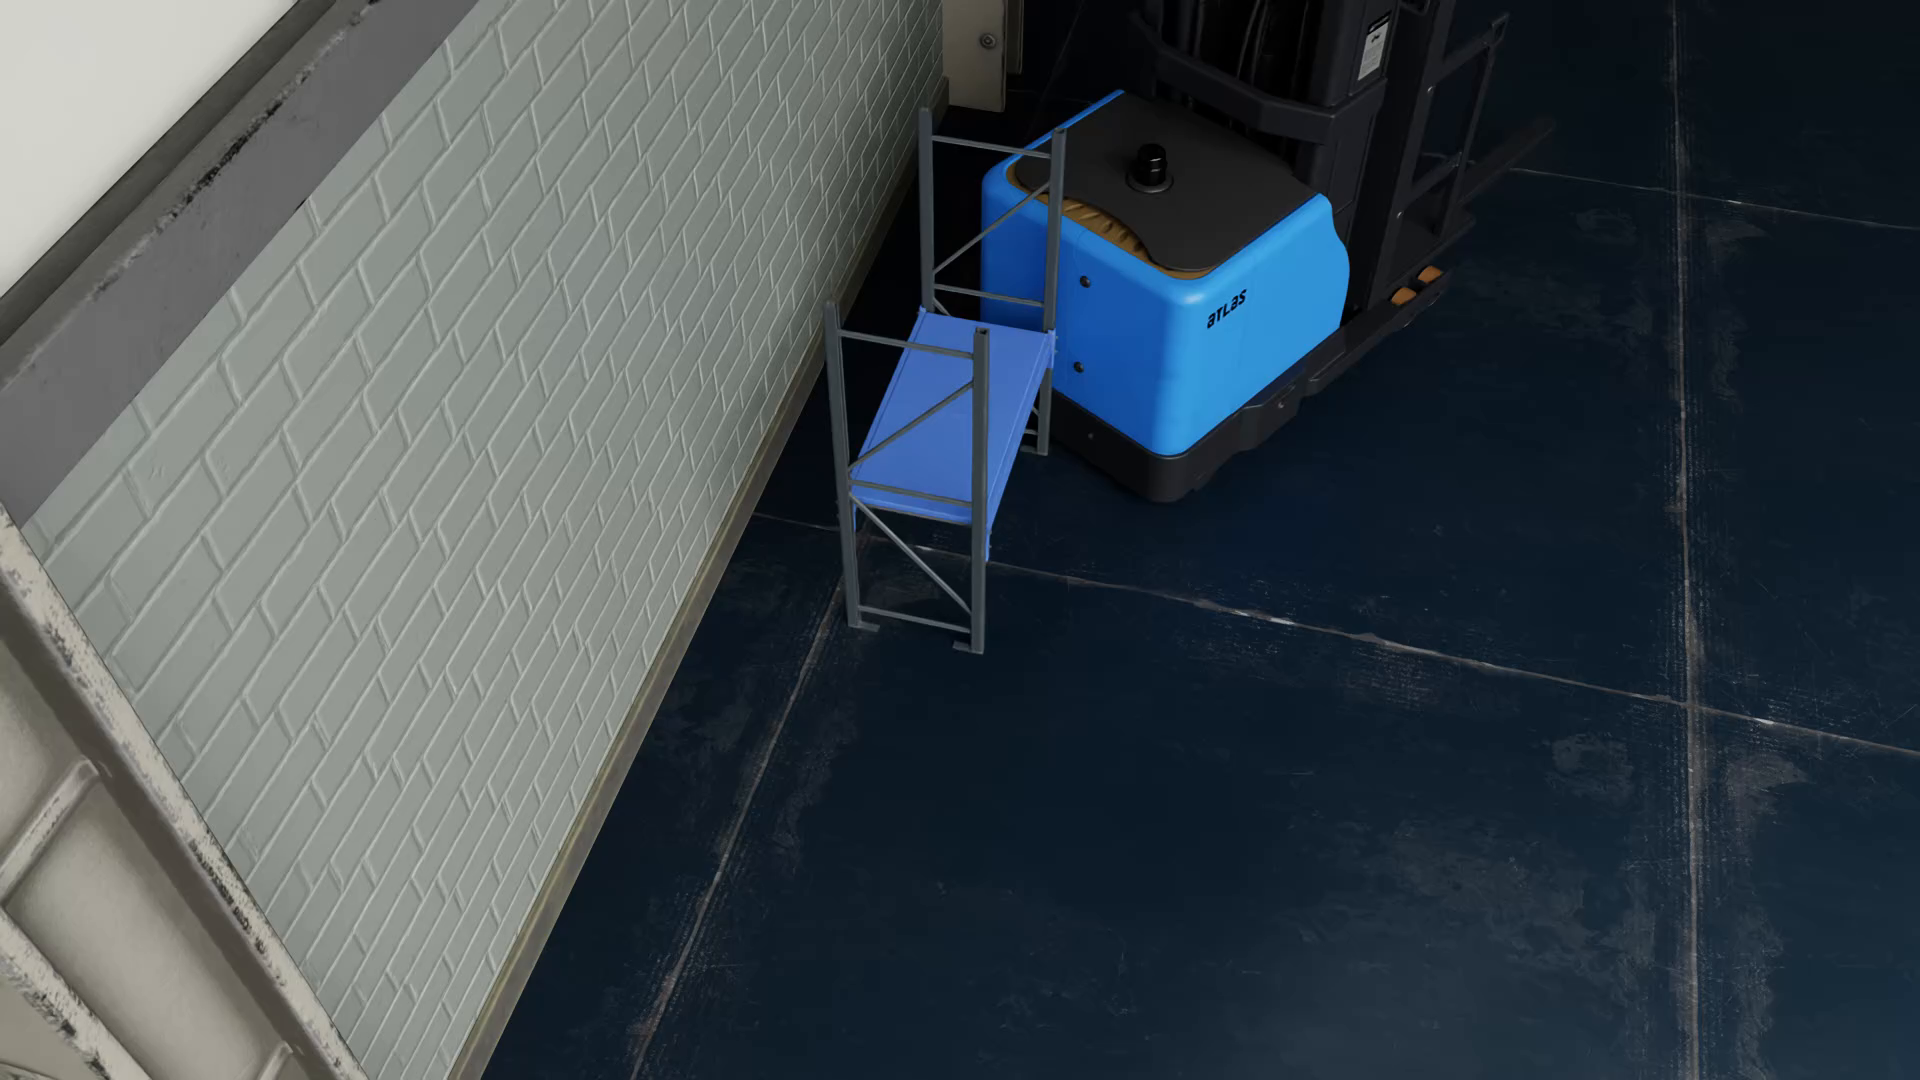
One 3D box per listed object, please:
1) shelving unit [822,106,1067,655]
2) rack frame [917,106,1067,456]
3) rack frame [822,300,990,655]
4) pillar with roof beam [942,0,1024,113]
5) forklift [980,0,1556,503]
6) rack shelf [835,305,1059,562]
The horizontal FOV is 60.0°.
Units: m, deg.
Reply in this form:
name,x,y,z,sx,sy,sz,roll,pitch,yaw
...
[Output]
name,x,y,z,sx,sy,sz,roll,pitch,yaw
shelving unit,-0.027,-0.516,5.705,0.538,1.500,1.048,11,50,10
rack frame,0.104,-0.885,6.030,0.500,1.500,0.032,11,50,10
rack frame,-0.158,-0.148,5.380,0.500,1.500,0.032,11,50,10
pillar with roof beam,4.264,-4.379,4.113,9.100,9.000,0.400,12,50,10
forklift,1.451,-2.116,6.162,1.130,2.935,3.031,36,58,28
rack shelf,-0.027,-0.397,5.840,0.538,0.185,1.000,11,50,10
